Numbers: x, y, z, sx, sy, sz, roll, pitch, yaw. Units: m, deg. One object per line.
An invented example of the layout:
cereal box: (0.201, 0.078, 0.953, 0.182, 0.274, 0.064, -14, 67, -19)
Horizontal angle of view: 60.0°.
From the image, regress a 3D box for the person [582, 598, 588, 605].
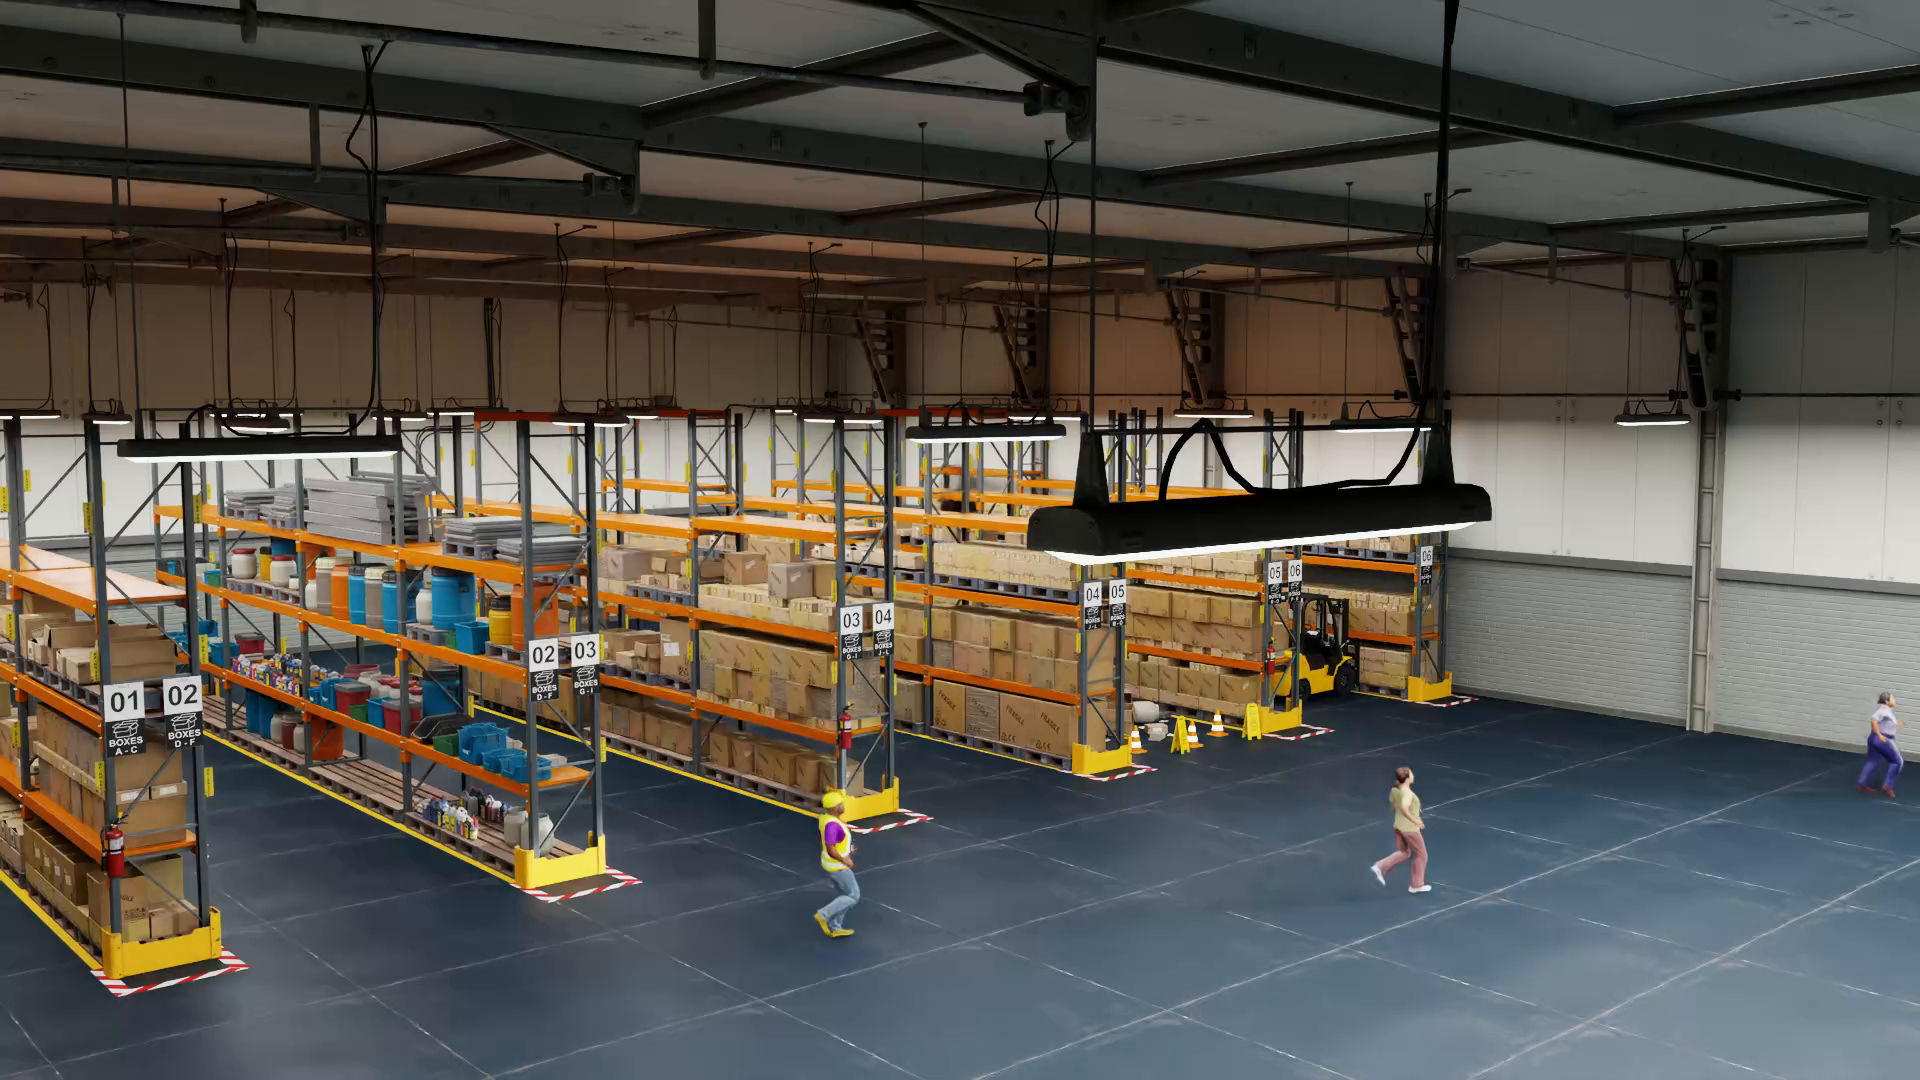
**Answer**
person: (-8.515, 2.162, 37.786, 0.696, 1.722, 0.538, -5, 7, -42)

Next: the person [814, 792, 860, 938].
person: (-1.432, 3.774, 19.326, 0.603, 1.718, 0.697, -2, 5, -18)

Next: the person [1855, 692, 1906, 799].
person: (14.528, 3.235, 26.203, 0.714, 1.707, 0.572, 1, 5, 10)

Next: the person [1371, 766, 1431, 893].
person: (5.613, 3.665, 21.036, 0.802, 1.635, 0.589, -1, 5, -14)
